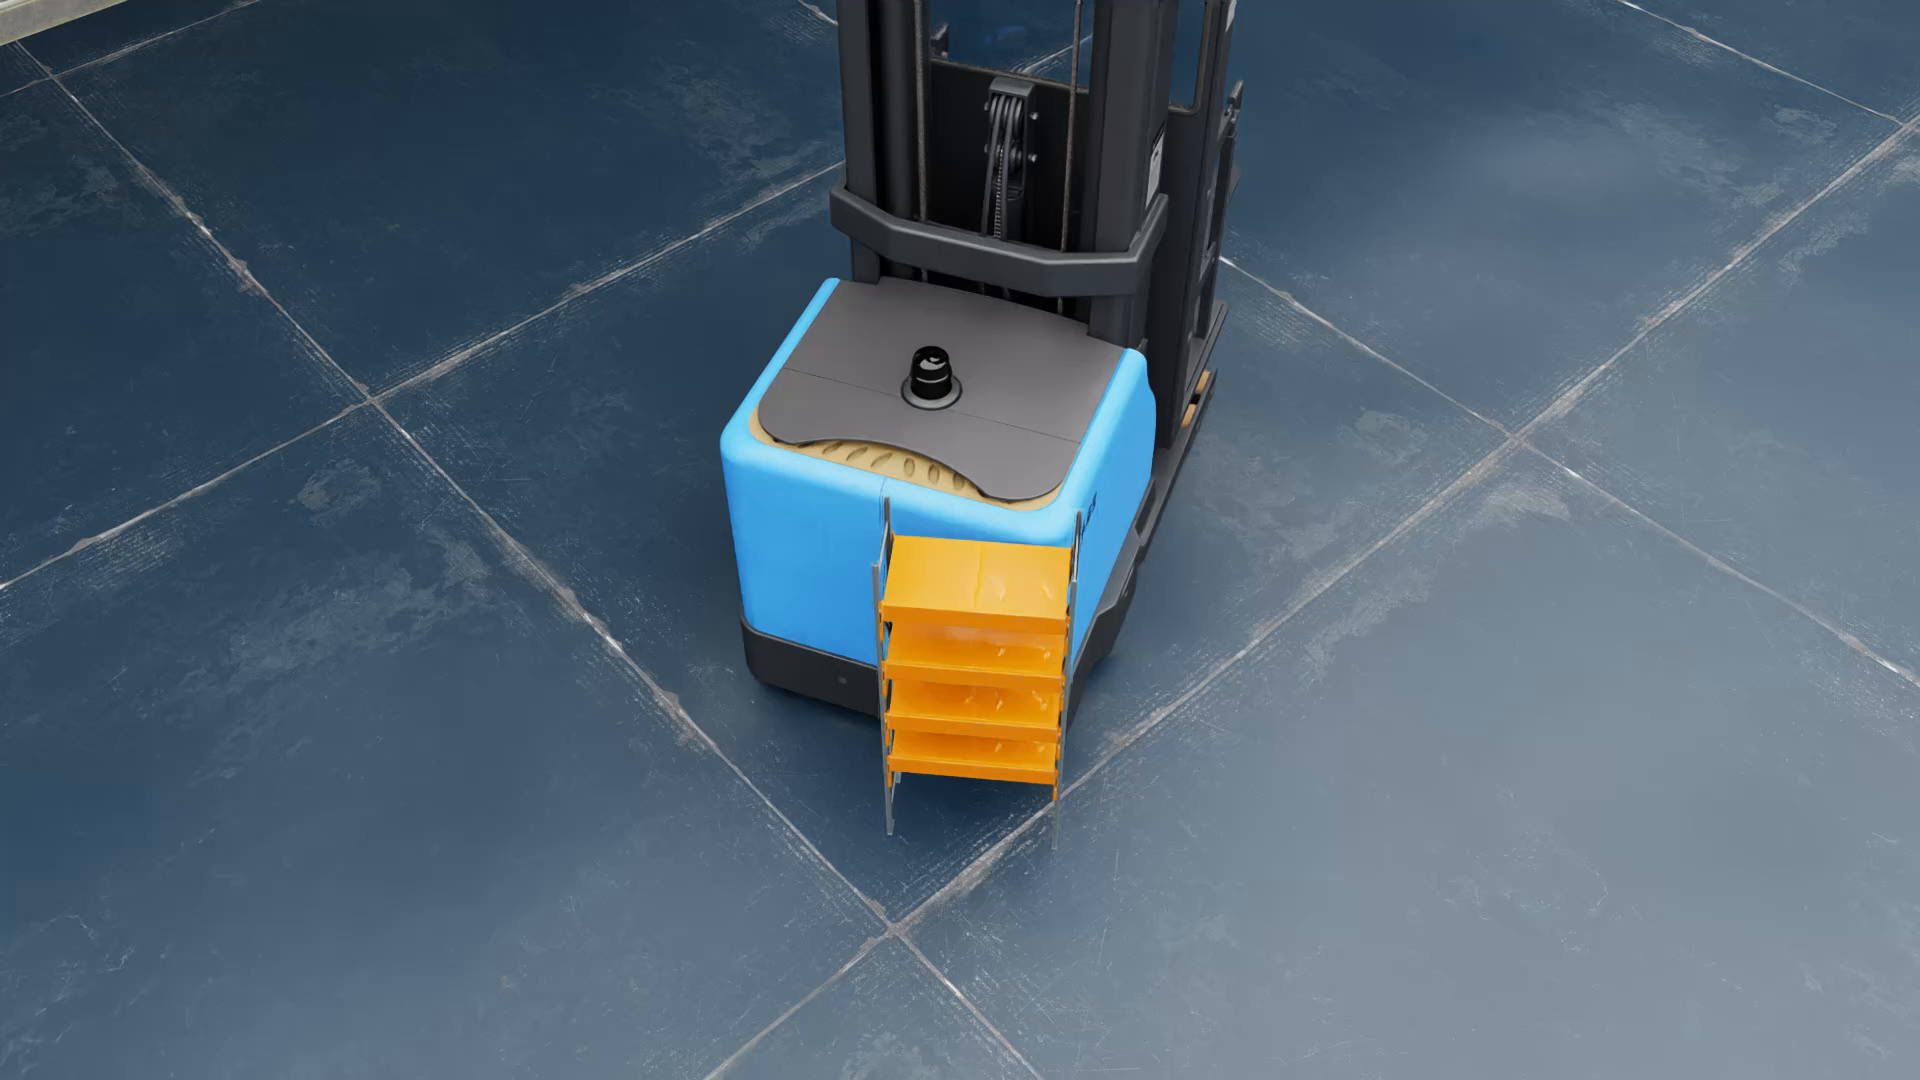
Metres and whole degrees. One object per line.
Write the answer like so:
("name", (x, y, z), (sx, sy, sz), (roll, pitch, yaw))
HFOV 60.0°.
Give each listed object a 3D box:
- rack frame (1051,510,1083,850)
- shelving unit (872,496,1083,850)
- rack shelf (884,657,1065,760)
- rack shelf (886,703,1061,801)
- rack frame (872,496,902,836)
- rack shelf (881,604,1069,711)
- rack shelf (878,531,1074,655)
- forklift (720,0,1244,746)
("rack frame", (0.289, 0.420, 4.546), (0.015, 1.200, 0.240), (4, 47, 4))
("shelving unit", (0.046, 0.401, 4.563), (0.503, 1.200, 0.258), (4, 47, 4))
("rack shelf", (0.046, 0.447, 4.613), (0.480, 0.148, 0.258), (4, 47, 4))
("rack shelf", (0.046, 0.582, 4.759), (0.480, 0.148, 0.258), (4, 47, 4))
("rack frame", (-0.197, 0.383, 4.580), (0.015, 1.200, 0.240), (4, 47, 4))
("rack shelf", (0.046, 0.295, 4.448), (0.480, 0.148, 0.258), (4, 47, 4))
("rack shelf", (0.046, 0.135, 4.274), (0.480, 0.148, 0.258), (4, 47, 4))
("forklift", (0.310, -1.430, 5.075), (1.130, 2.935, 3.031), (15, 49, 14))
